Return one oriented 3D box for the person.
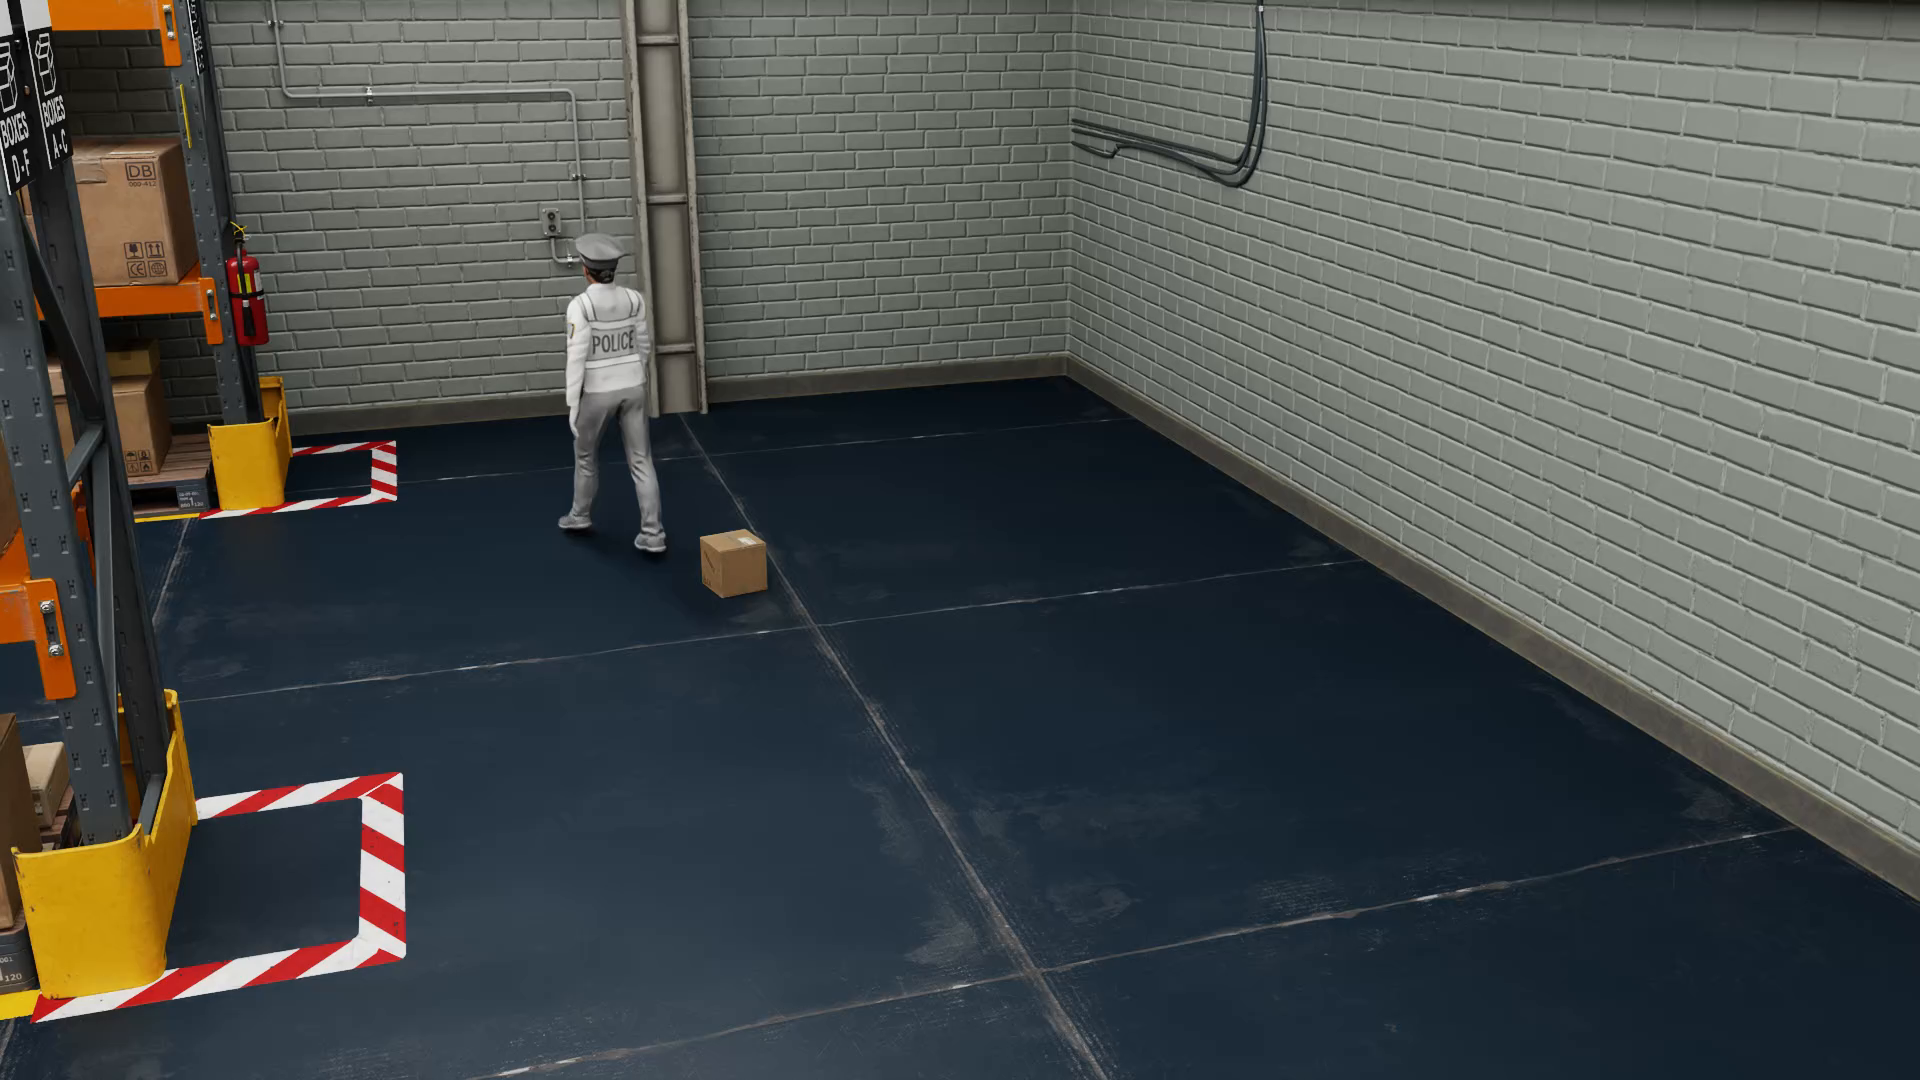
[{"bbox_3d":[-1.869,-0.780,8.738,0.544,1.663,0.901,-13,23,-32],"label":"person"}]
